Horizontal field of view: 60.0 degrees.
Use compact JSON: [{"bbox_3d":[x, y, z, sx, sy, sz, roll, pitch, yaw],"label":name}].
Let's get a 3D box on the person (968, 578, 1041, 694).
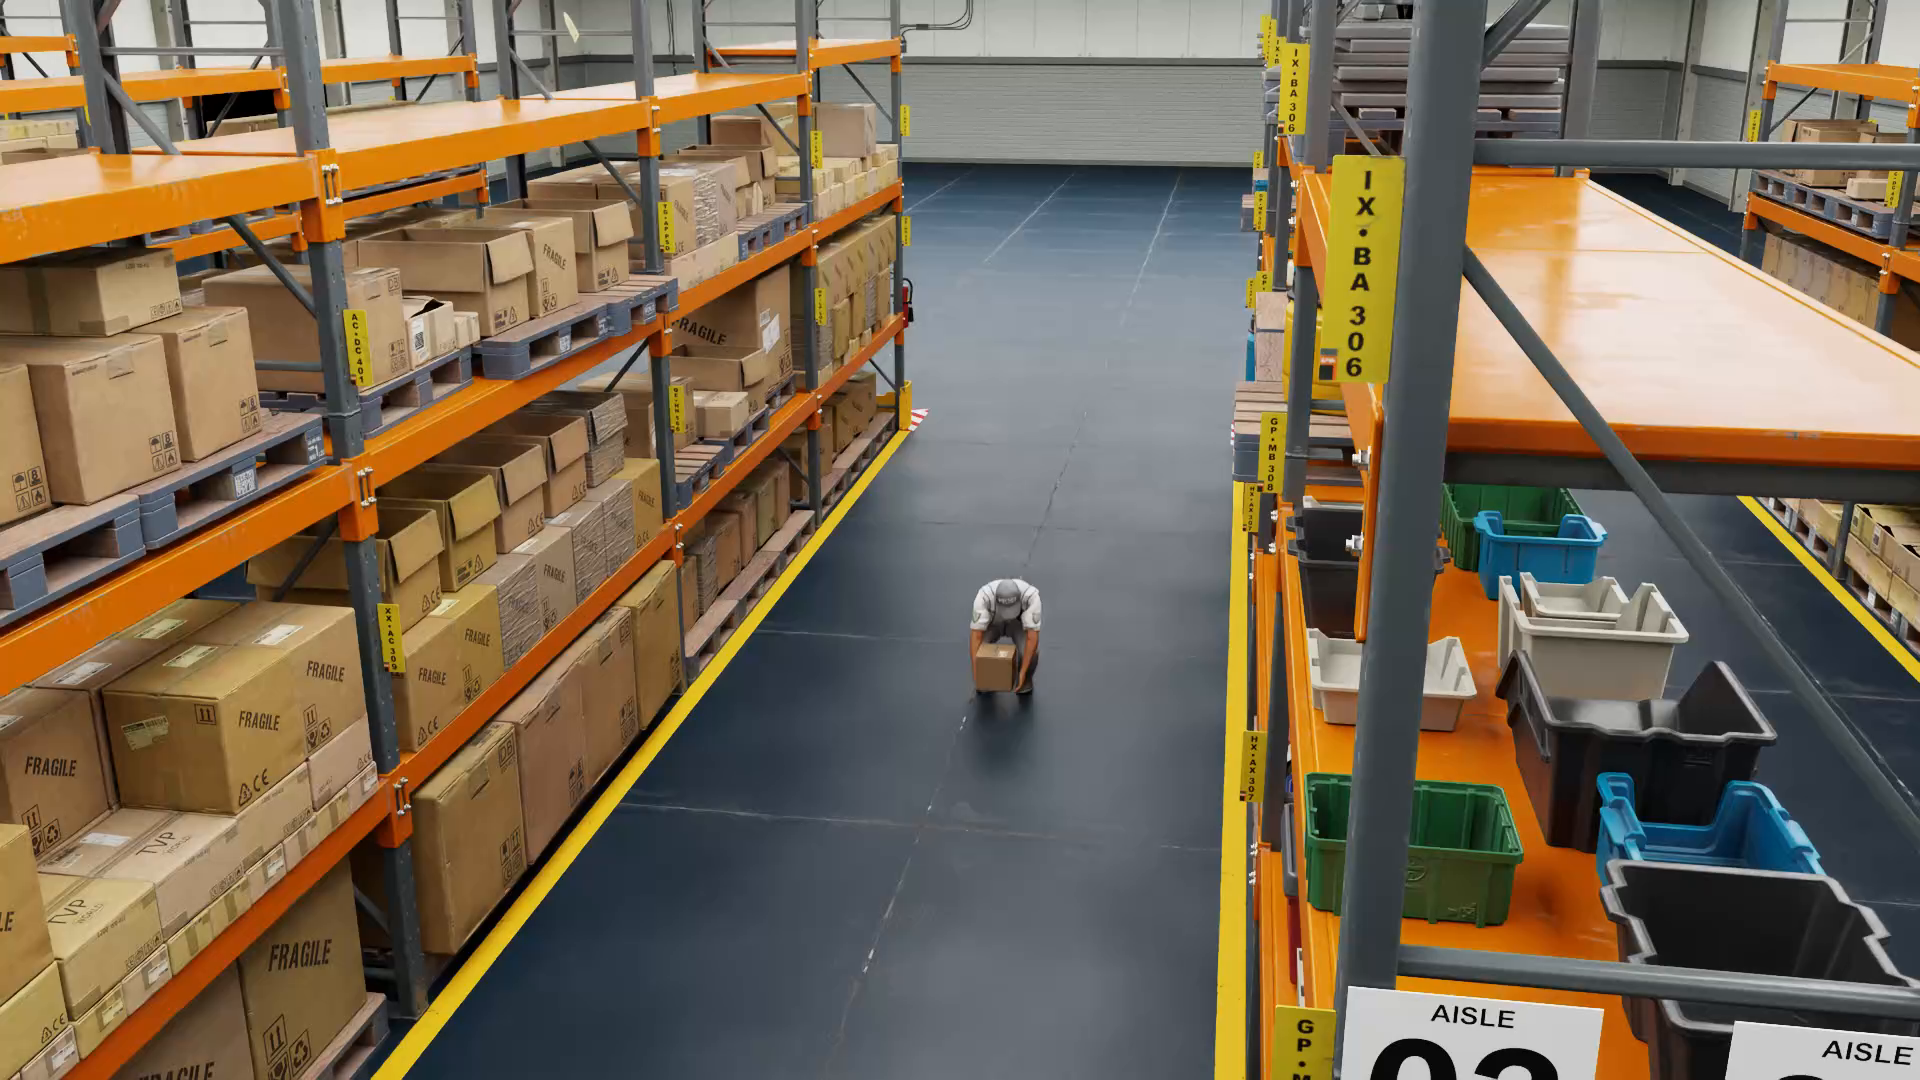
[{"bbox_3d":[0.330,0.634,11.772,0.516,0.949,0.855,3,18,9],"label":"person"}]
